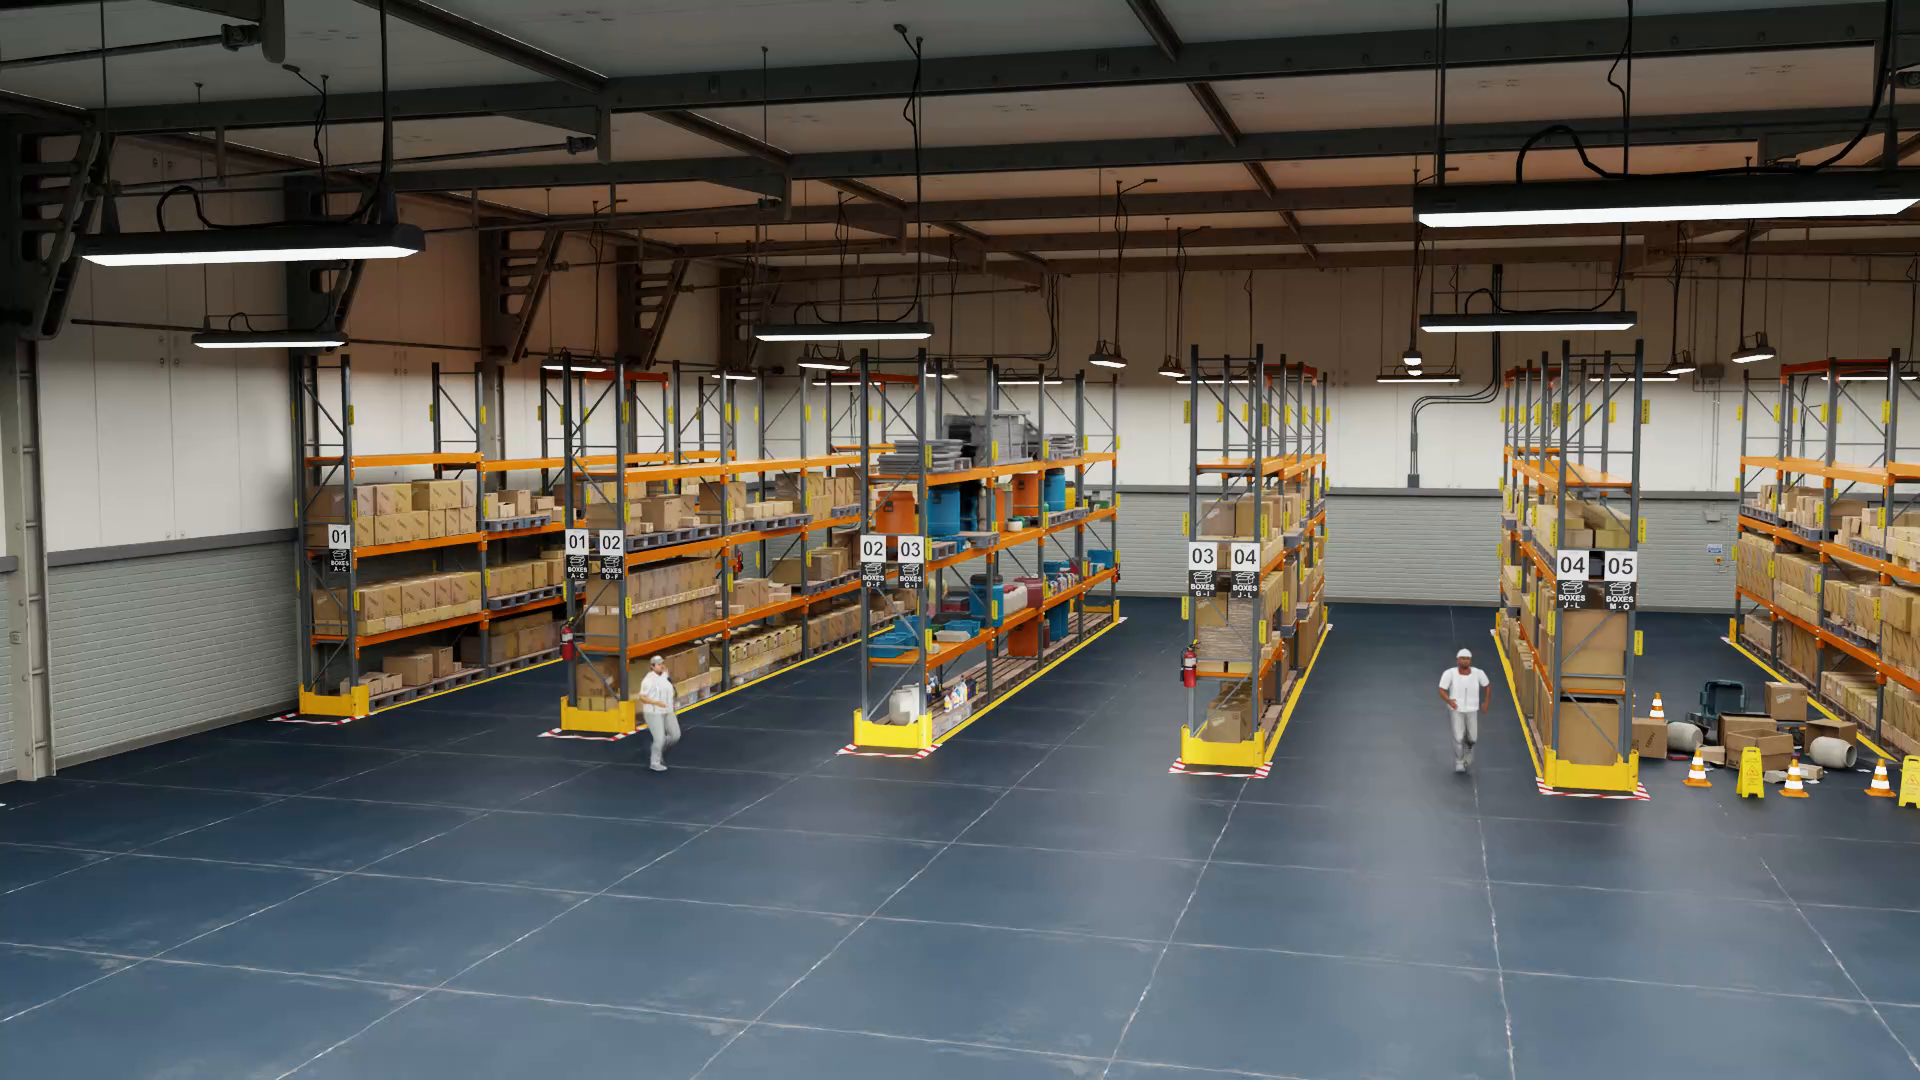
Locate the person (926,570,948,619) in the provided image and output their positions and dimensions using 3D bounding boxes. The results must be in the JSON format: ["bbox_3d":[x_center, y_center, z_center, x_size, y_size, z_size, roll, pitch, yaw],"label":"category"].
[{"bbox_3d":[-0.547,1.431,36.677,0.576,1.694,0.581,0,4,4],"label":"person"}]

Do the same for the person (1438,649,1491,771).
[{"bbox_3d":[7.099,2.388,23.372,0.733,1.727,0.601,1,4,8],"label":"person"}]

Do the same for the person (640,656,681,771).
[{"bbox_3d":[-4.210,2.435,23.423,0.561,1.620,0.600,3,6,39],"label":"person"}]
